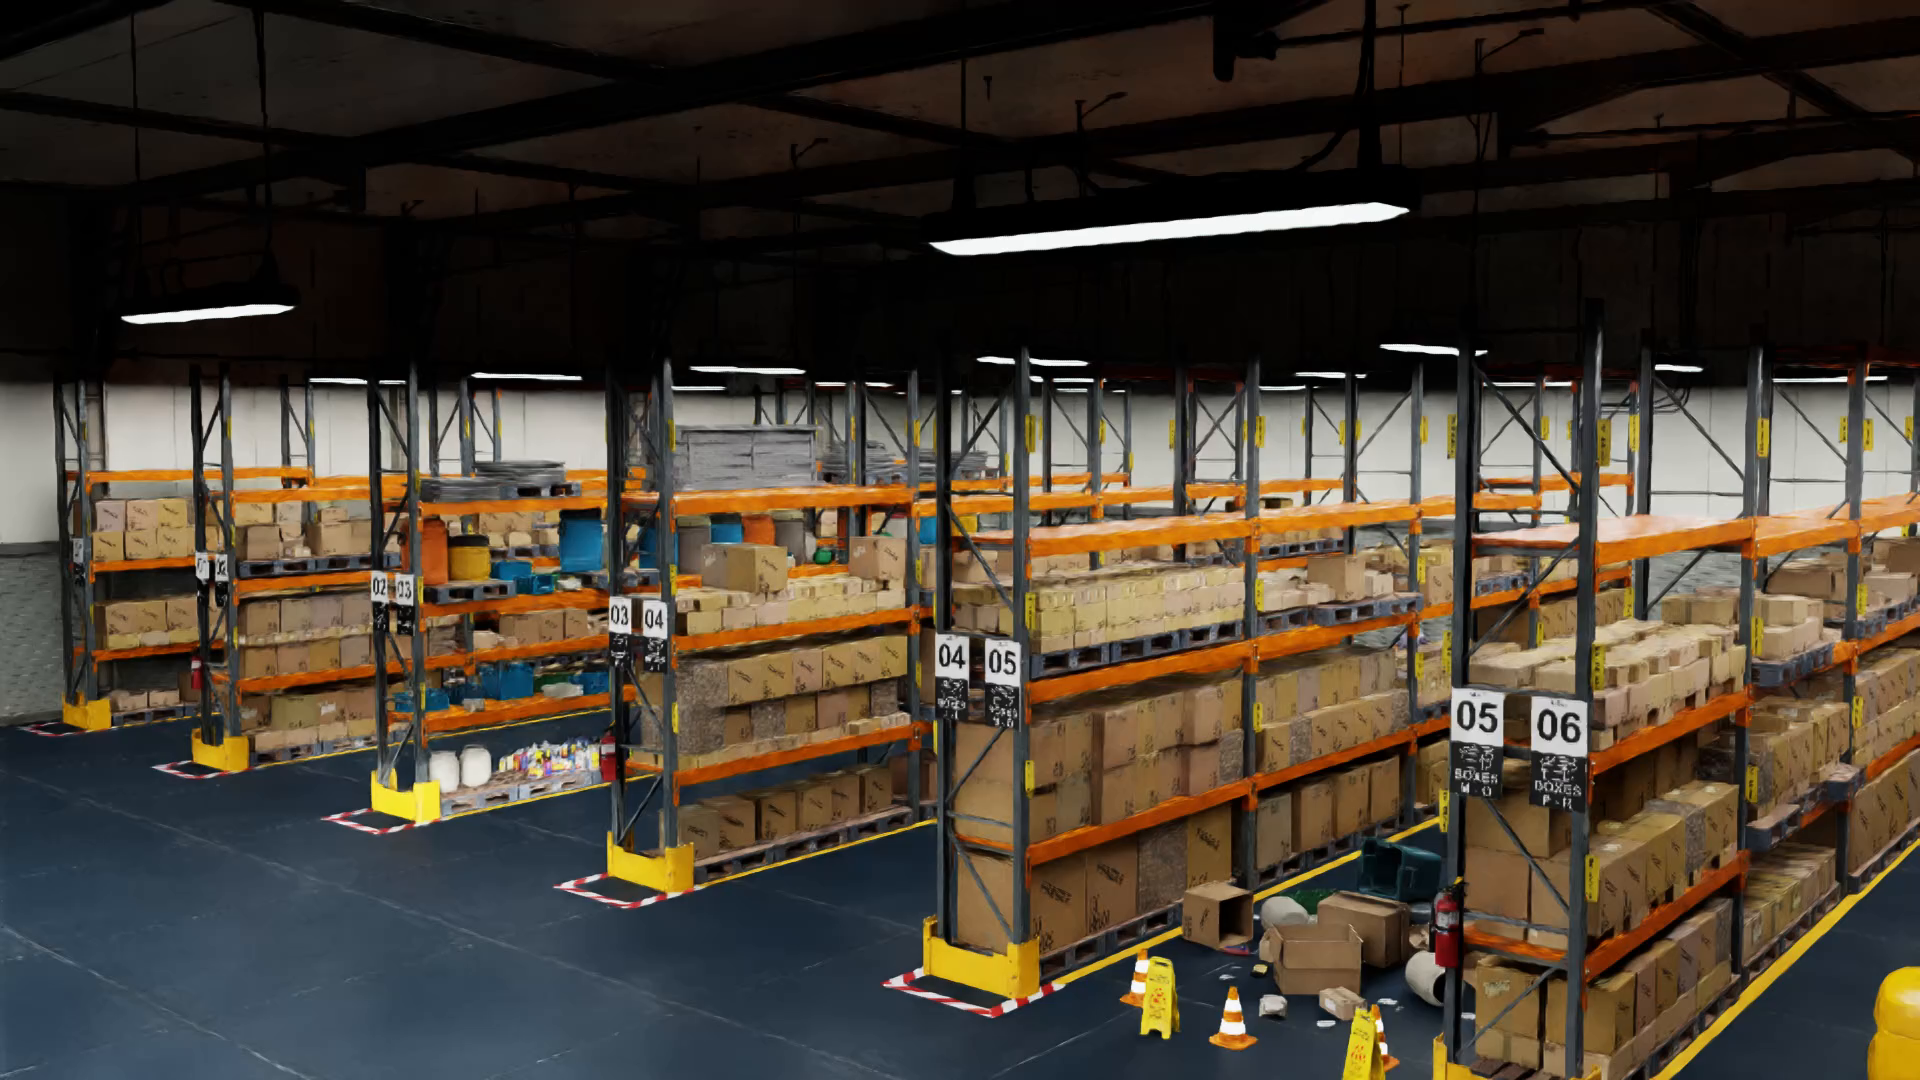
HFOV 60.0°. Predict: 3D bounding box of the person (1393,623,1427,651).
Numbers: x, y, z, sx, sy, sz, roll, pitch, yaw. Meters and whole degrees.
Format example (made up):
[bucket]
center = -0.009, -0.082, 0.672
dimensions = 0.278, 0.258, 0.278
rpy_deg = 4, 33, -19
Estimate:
[person]
center = 8.207, 2.194, 30.152
dimensions = 0.655, 1.582, 0.817
rpy_deg = 2, 4, 22
